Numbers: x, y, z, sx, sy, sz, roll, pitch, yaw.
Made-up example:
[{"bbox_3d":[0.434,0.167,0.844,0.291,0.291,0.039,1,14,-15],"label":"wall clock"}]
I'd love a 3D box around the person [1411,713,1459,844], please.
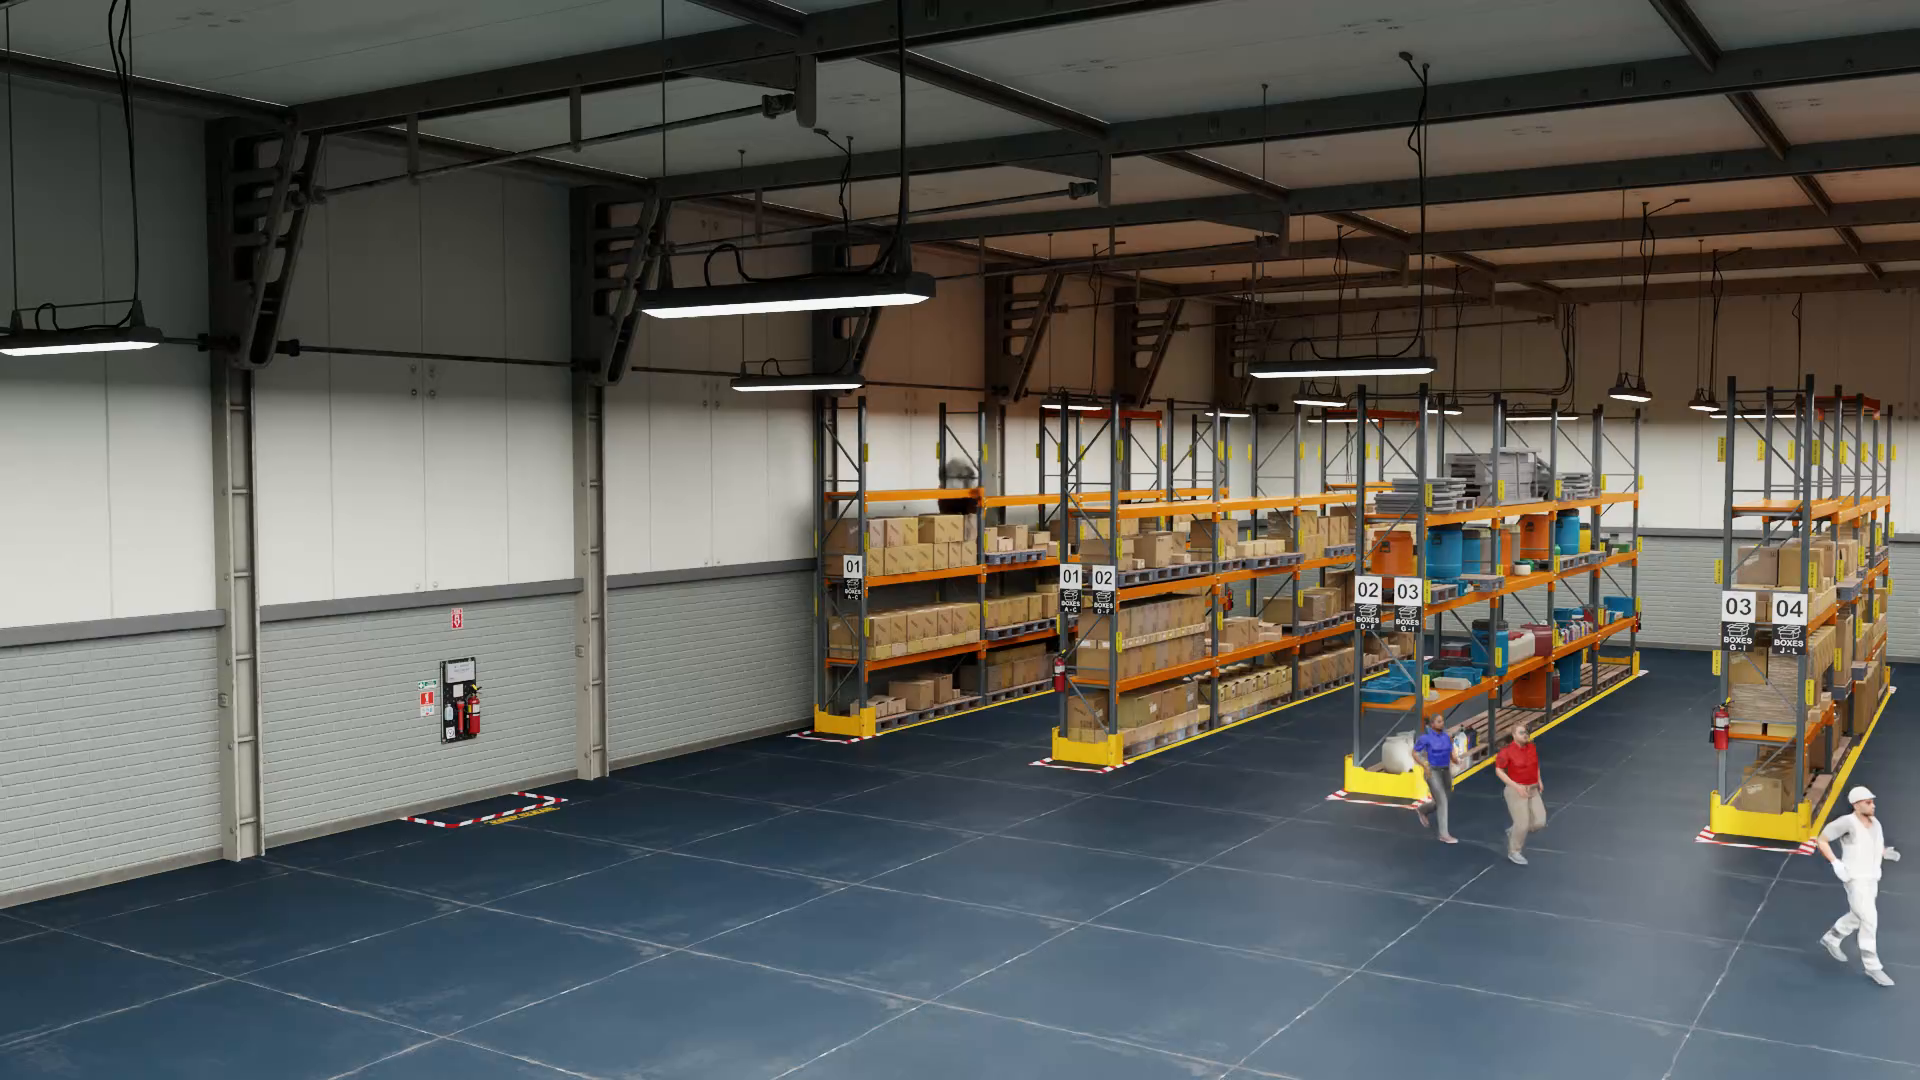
[{"bbox_3d":[6.159,3.053,21.547,0.588,1.622,0.834,-2,3,-27],"label":"person"}]

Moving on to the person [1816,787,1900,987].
[{"bbox_3d":[8.607,3.258,15.932,0.649,1.805,0.857,-1,3,-25],"label":"person"}]

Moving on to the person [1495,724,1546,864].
[{"bbox_3d":[6.876,3.097,20.341,0.667,1.693,0.522,-1,3,-23],"label":"person"}]
